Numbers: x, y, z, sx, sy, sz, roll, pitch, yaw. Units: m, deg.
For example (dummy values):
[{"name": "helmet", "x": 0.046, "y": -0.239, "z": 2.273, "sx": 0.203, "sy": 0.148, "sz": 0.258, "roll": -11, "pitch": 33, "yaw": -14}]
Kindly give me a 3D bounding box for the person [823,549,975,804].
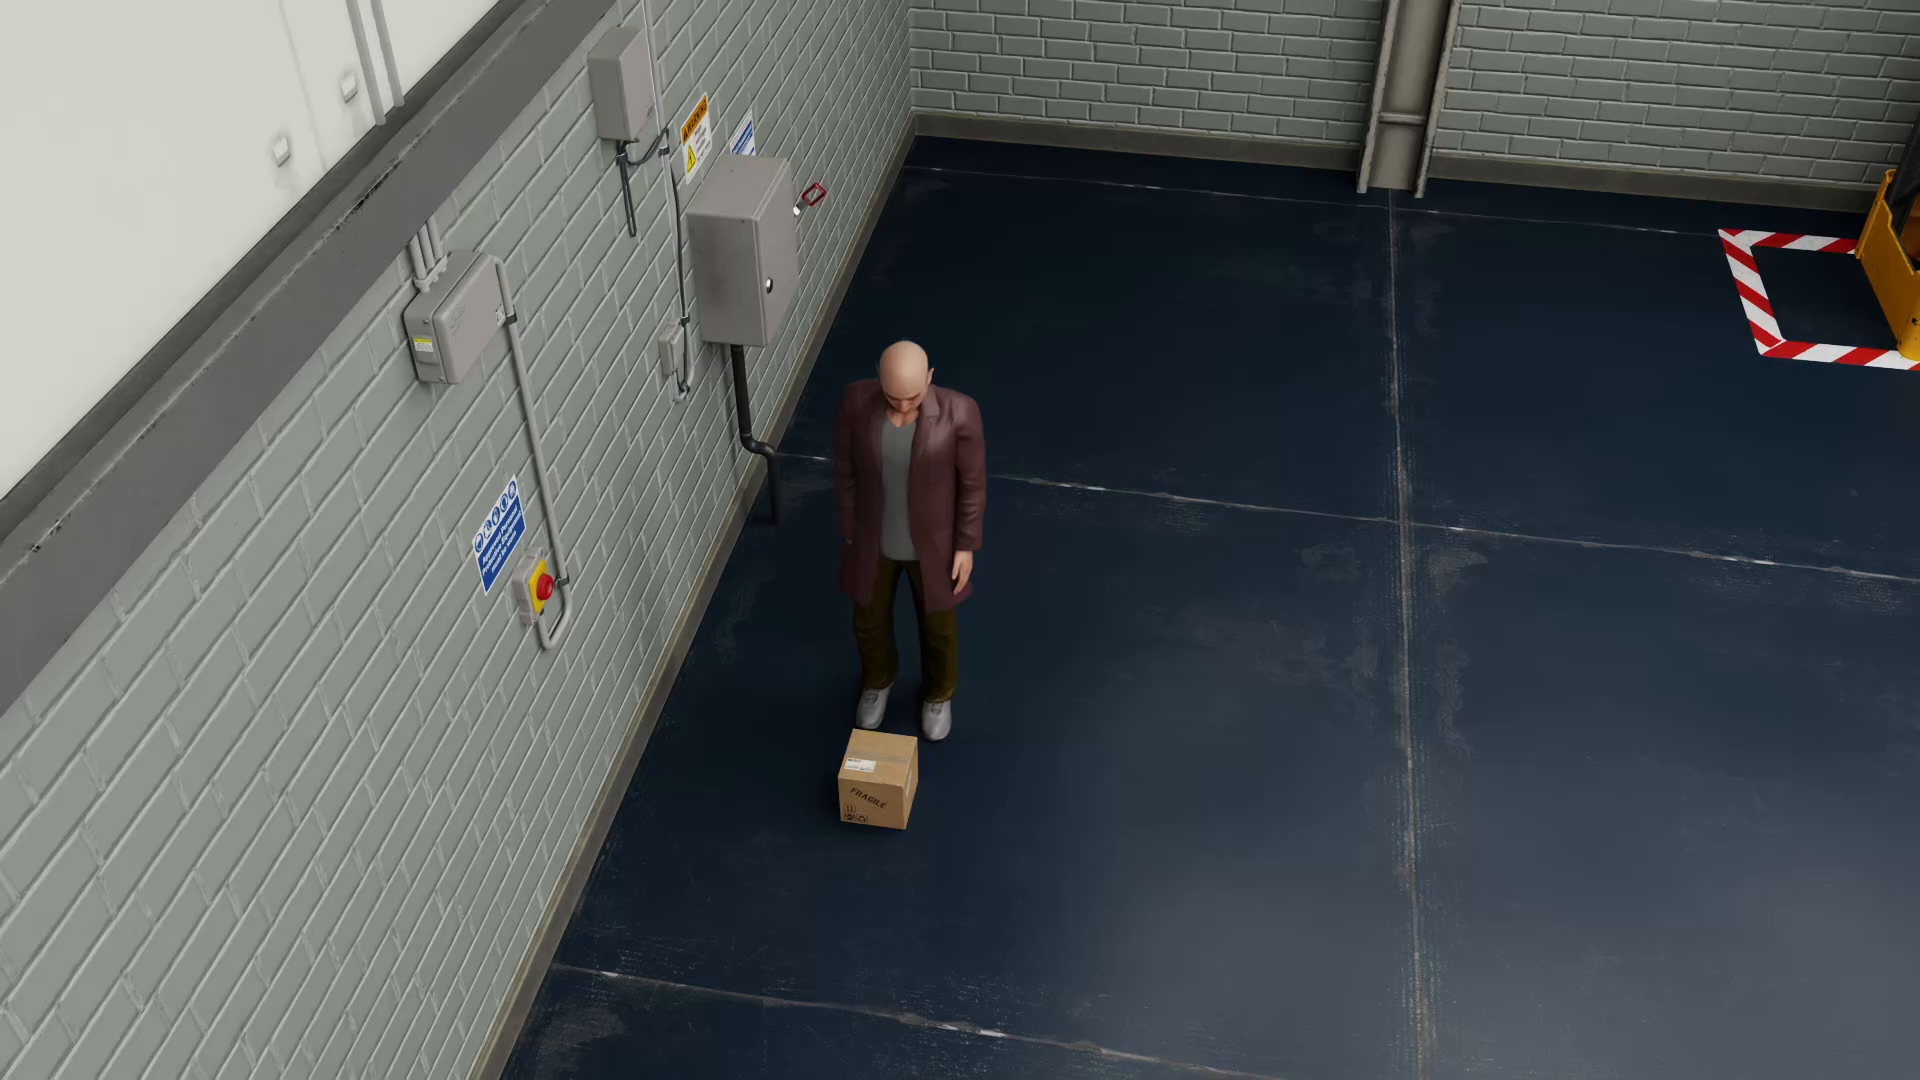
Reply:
[{"name": "person", "x": -0.226, "y": 0.417, "z": 6.350, "sx": 0.606, "sy": 0.907, "sz": 0.908, "roll": 6, "pitch": 40, "yaw": 8}]
